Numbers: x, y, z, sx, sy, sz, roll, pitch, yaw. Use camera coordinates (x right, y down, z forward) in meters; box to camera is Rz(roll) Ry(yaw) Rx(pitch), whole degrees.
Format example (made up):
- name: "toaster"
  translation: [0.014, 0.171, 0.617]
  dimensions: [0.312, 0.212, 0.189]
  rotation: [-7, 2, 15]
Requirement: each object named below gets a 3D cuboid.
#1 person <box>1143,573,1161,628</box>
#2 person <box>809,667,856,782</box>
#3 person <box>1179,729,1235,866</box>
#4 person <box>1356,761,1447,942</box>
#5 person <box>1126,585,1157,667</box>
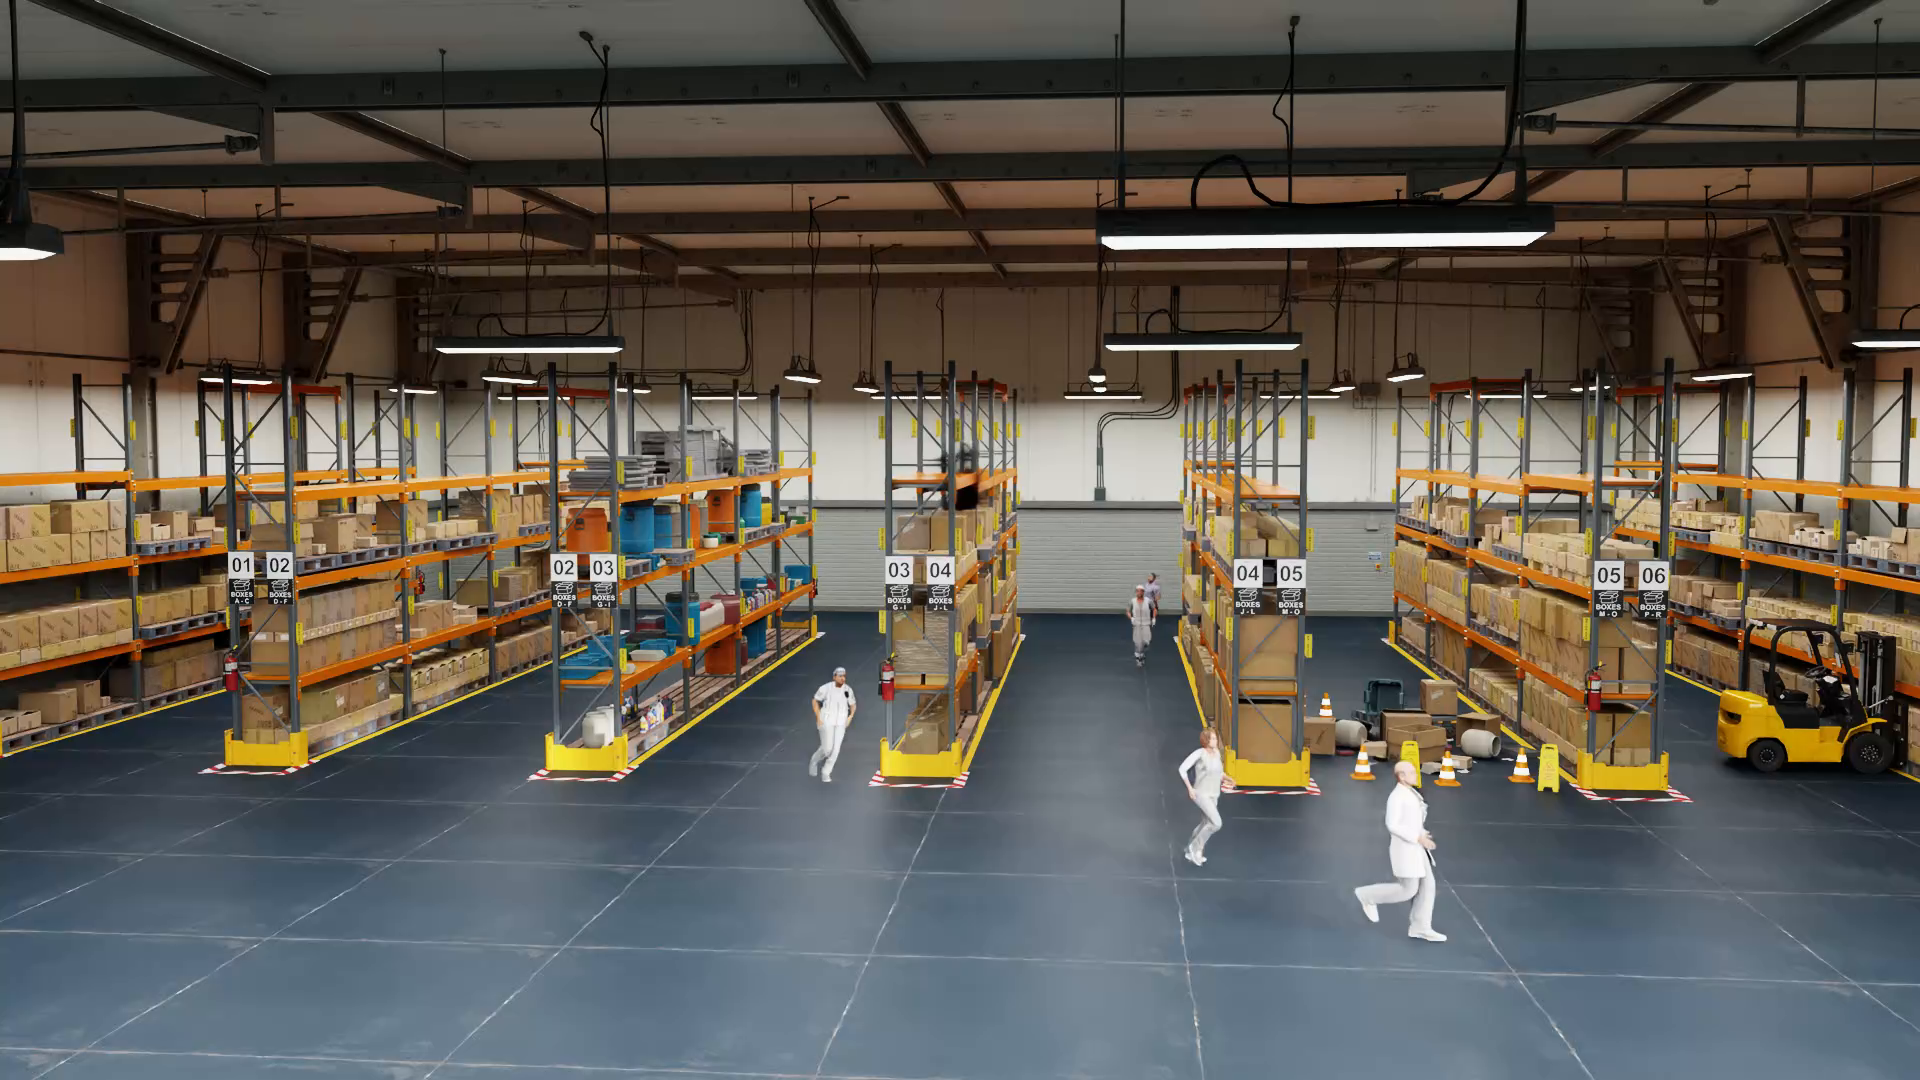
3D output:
- name: "person"
  translation: [4.589, 1.588, 40.074]
  dimensions: [0.530, 1.572, 0.654]
  rotation: [-3, 5, -36]
- name: "person"
  translation: [-1.804, 2.633, 23.849]
  dimensions: [0.671, 1.615, 0.519]
  rotation: [-2, 4, -22]
- name: "person"
  translation: [2.849, 2.950, 19.096]
  dimensions: [0.622, 1.569, 0.538]
  rotation: [3, 5, 42]
- name: "person"
  translation: [4.377, 3.050, 16.424]
  dimensions: [0.887, 1.749, 0.717]
  rotation: [2, 4, 31]
- name: "person"
  translation: [3.824, 1.820, 35.064]
  dimensions: [0.643, 1.744, 0.551]
  rotation: [0, 4, 6]
